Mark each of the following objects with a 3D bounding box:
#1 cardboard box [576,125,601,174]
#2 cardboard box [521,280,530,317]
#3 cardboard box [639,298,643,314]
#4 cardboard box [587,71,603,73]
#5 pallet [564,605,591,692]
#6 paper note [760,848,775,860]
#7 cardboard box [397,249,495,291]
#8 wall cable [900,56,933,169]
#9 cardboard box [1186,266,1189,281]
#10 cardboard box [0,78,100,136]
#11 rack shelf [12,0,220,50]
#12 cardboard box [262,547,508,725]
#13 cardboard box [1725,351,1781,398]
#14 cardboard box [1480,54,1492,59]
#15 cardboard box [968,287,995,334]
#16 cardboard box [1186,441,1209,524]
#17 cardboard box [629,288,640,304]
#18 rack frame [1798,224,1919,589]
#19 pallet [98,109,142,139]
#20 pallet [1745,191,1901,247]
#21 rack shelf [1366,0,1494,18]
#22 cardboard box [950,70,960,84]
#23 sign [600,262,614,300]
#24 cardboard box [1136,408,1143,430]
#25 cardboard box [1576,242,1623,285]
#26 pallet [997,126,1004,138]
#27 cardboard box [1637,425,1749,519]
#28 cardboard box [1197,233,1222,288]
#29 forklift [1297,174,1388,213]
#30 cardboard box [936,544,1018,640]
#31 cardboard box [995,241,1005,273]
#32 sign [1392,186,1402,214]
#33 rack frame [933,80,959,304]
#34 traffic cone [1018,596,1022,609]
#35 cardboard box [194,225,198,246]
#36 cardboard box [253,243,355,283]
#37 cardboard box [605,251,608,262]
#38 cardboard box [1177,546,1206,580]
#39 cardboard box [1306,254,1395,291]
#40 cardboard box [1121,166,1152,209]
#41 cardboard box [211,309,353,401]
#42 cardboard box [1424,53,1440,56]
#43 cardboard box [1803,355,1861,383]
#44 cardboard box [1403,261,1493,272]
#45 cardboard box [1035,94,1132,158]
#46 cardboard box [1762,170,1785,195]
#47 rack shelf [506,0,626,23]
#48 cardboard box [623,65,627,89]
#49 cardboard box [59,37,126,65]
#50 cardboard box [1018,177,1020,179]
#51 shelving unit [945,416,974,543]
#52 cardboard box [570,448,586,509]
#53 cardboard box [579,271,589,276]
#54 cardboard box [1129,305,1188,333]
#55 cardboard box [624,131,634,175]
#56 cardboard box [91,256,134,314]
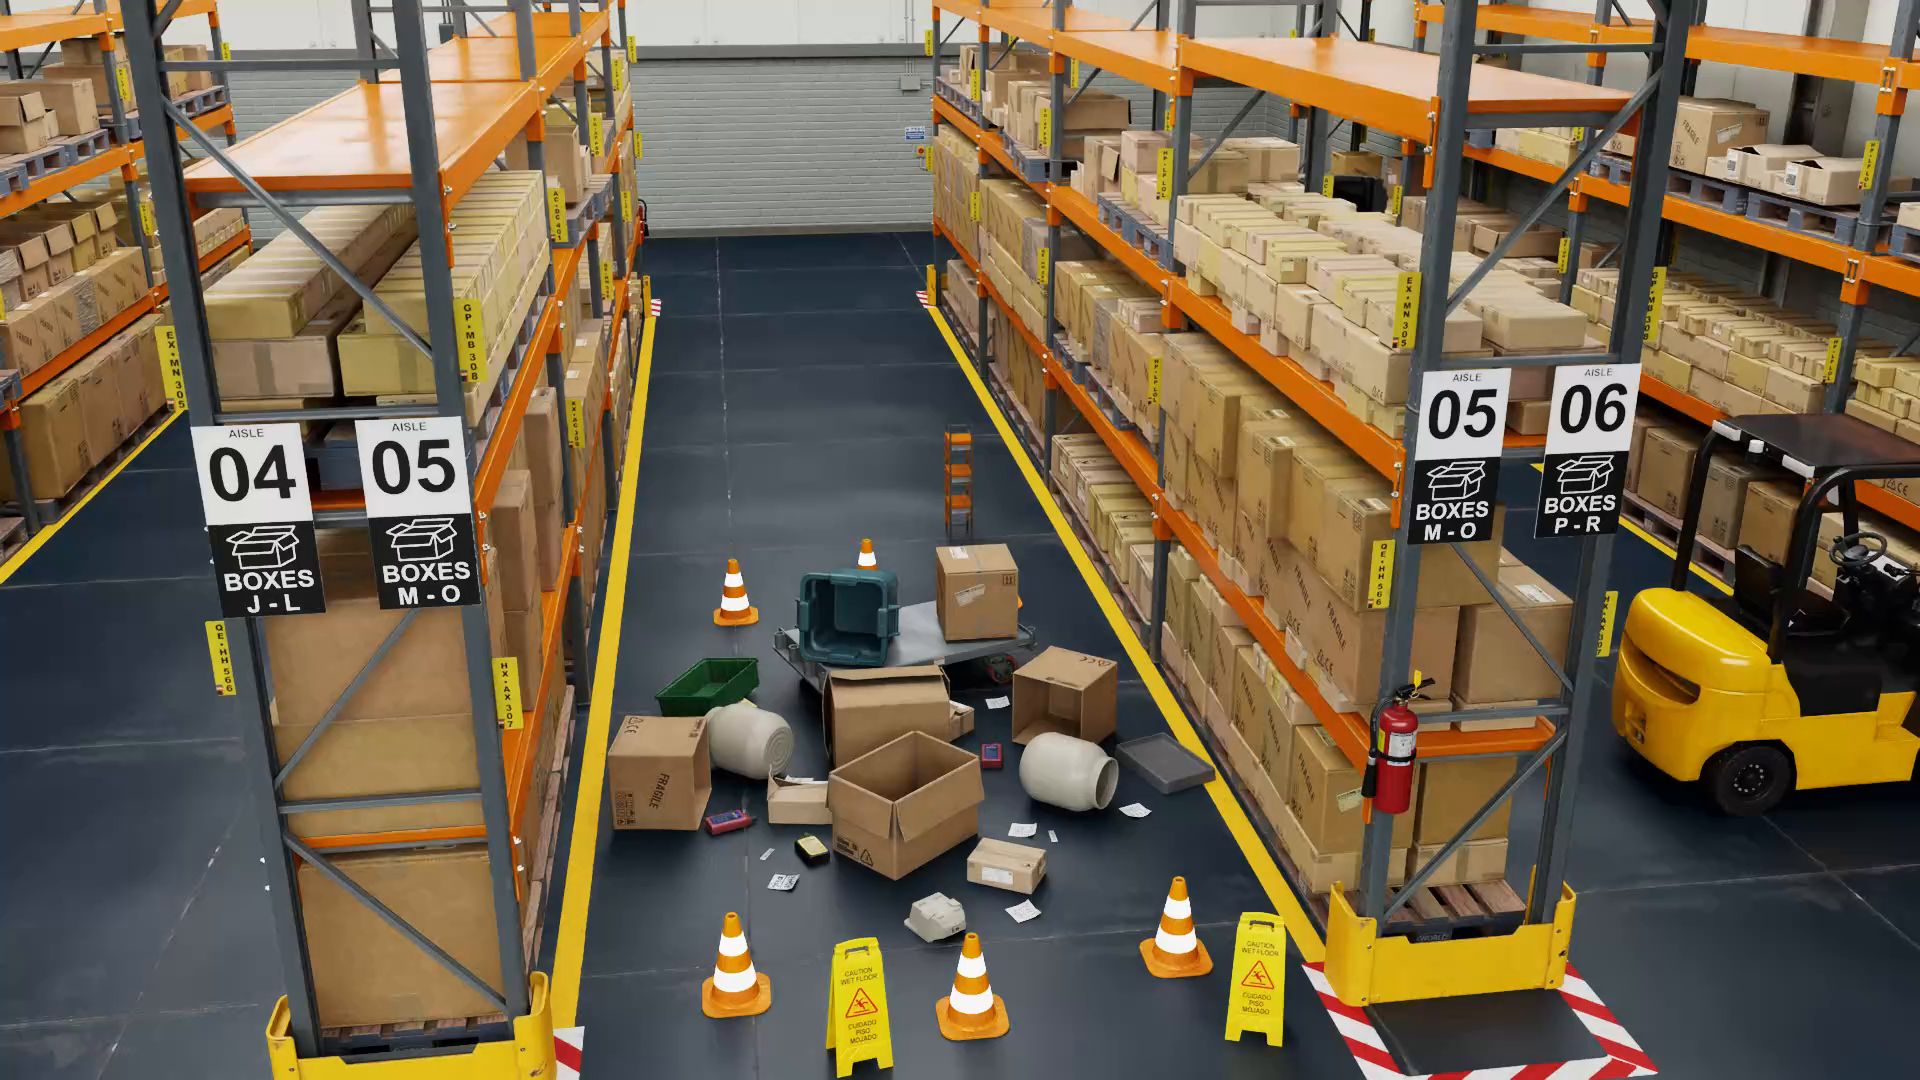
[{"bbox_3d":[-3.409,-3.323,14.472,0.500,0.500,0.500,-3,21,-8],"label":"cardboard box"},{"bbox_3d":[-2.459,-1.255,8.694,0.380,0.149,0.250,-3,21,-8],"label":"cardboard box"},{"bbox_3d":[-4.323,-3.036,21.605,0.380,0.149,0.250,-2,21,-6],"label":"cardboard box"},{"bbox_3d":[-3.975,-5.010,18.060,0.380,0.149,0.250,-4,21,-10],"label":"cardboard box"},{"bbox_3d":[-3.199,0.768,11.934,1.003,0.211,1.213,-3,21,-8],"label":"pallet"},{"bbox_3d":[-1.099,1.791,9.481,0.032,0.001,0.123,8,22,20],"label":"paper note"},{"bbox_3d":[-2.278,-1.190,7.378,0.380,0.149,0.250,-3,21,-7],"label":"cardboard box"},{"bbox_3d":[-0.695,-7.157,27.667,0.585,1.953,0.123,-3,21,-8],"label":"wall cable"},{"bbox_3d":[1.671,-1.726,10.696,0.380,0.149,0.250,-3,21,-9],"label":"cardboard box"},{"bbox_3d":[-8.996,-4.279,16.428,0.700,0.500,0.500,-2,21,-6],"label":"cardboard box"},{"bbox_3d":[-9.377,-5.809,18.581,1.077,0.370,4.000,-3,21,-8],"label":"rack shelf"},{"bbox_3d":[-2.452,0.403,7.167,0.875,0.550,0.550,-3,21,-8],"label":"cardboard box"},{"bbox_3d":[6.377,-1.310,13.012,0.500,0.250,0.500,-3,21,-9],"label":"cardboard box"},{"bbox_3d":[5.741,-5.344,18.622,0.396,0.266,0.258,-3,21,-9],"label":"cardboard box"},{"bbox_3d":[0.603,-2.859,20.720,0.875,0.438,0.875,-4,21,-9],"label":"cardboard box"},{"bbox_3d":[1.754,-0.407,10.525,0.500,0.500,0.500,-3,21,-8],"label":"cardboard box"},{"bbox_3d":[-4.205,-3.043,20.776,0.380,0.149,0.250,-2,21,-6],"label":"cardboard box"},{"bbox_3d":[6.782,-0.812,12.176,1.000,3.000,0.127,-3,21,-8],"label":"rack frame"},{"bbox_3d":[-9.197,-4.477,17.831,1.003,0.211,1.213,-3,21,-8],"label":"pallet"},{"bbox_3d":[6.642,-2.432,12.501,0.805,0.209,1.217,-4,21,-10],"label":"pallet"},{"bbox_3d":[5.340,-6.746,20.523,1.077,0.370,4.000,-3,21,-8],"label":"rack shelf"},{"bbox_3d":[0.070,-5.858,21.015,0.380,0.149,0.250,-2,21,-6],"label":"cardboard box"},{"bbox_3d":[-3.041,-2.232,14.324,0.100,0.325,0.005,-3,21,-8],"label":"sign"},{"bbox_3d":[1.503,-0.896,12.160,0.380,0.149,0.250,-4,21,-9],"label":"cardboard box"},{"bbox_3d":[6.286,-2.626,16.292,0.500,0.500,0.500,-2,21,-5],"label":"cardboard box"},{"bbox_3d":[0.898,-4.330,17.584,0.805,0.209,1.217,-4,21,-10],"label":"pallet"},{"bbox_3d":[6.481,-0.605,14.418,0.875,0.625,0.625,-4,21,-10],"label":"cardboard box"},{"bbox_3d":[1.747,-1.690,10.030,0.500,0.250,0.500,-3,21,-8],"label":"cardboard box"},{"bbox_3d":[3.278,-1.554,14.262,1.130,2.935,3.031,-3,21,-9],"label":"forklift"},{"bbox_3d":[0.114,0.356,11.539,0.500,0.500,0.500,-3,21,-8],"label":"cardboard box"},{"bbox_3d":[0.651,-2.972,17.461,0.500,0.250,0.500,-3,21,-7],"label":"cardboard box"},{"bbox_3d":[5.093,-3.957,19.361,0.100,0.325,0.005,-3,21,-8],"label":"sign"},{"bbox_3d":[0.141,-4.715,22.627,1.000,3.000,0.127,-3,21,-8],"label":"rack frame"},{"bbox_3d":[0.307,0.270,12.907,0.336,0.463,0.334,-3,21,-8],"label":"traffic cone"},{"bbox_3d":[-9.045,-3.427,18.967,0.500,0.250,0.500,-2,21,-6],"label":"cardboard box"},{"bbox_3d":[-2.966,-1.246,7.528,0.380,0.149,0.250,-3,21,-8],"label":"cardboard box"},{"bbox_3d":[-3.798,-2.864,17.006,0.380,0.149,0.250,-4,21,-10],"label":"cardboard box"},{"bbox_3d":[1.647,0.140,10.958,0.380,0.149,0.250,-3,21,-7],"label":"cardboard box"},{"bbox_3d":[2.027,-1.384,8.642,0.380,0.149,0.250,-4,21,-9],"label":"cardboard box"},{"bbox_3d":[1.503,-2.639,12.395,0.500,0.250,0.500,-3,21,-7],"label":"cardboard box"},{"bbox_3d":[-2.784,-0.764,6.807,0.500,0.250,0.500,-3,21,-7],"label":"cardboard box"},{"bbox_3d":[5.675,-5.830,20.401,0.500,0.250,0.500,-3,21,-8],"label":"cardboard box"},{"bbox_3d":[6.513,-1.269,12.332,0.380,0.149,0.250,-2,21,-6],"label":"cardboard box"},{"bbox_3d":[2.478,-1.317,8.462,0.380,0.149,0.250,-3,21,-8],"label":"cardboard box"},{"bbox_3d":[1.090,-3.718,14.923,0.797,0.503,0.637,-4,21,-11],"label":"cardboard box"},{"bbox_3d":[6.323,-2.708,12.583,0.380,0.149,0.250,-3,21,-8],"label":"cardboard box"},{"bbox_3d":[-4.455,-6.210,19.087,1.077,0.370,4.000,-3,21,-8],"label":"rack shelf"},{"bbox_3d":[-4.350,-5.676,20.412,0.500,0.250,0.500,-3,21,-9],"label":"cardboard box"},{"bbox_3d":[-9.218,-5.203,17.689,0.500,0.250,0.500,-4,21,-11],"label":"cardboard box"},{"bbox_3d":[0.888,-4.022,19.200,0.500,0.500,0.500,-3,21,-7],"label":"cardboard box"},{"bbox_3d":[-0.008,-0.510,14.156,0.215,1.050,0.252,-3,21,-8],"label":"shelving unit"},{"bbox_3d":[-2.823,-0.518,11.247,0.500,0.500,0.500,-3,21,-7],"label":"cardboard box"},{"bbox_3d":[-3.537,-2.366,15.246,0.380,0.149,0.250,-3,21,-8],"label":"cardboard box"},{"bbox_3d":[1.468,-1.633,12.281,0.380,0.149,0.250,-4,21,-9],"label":"cardboard box"},{"bbox_3d":[-4.431,-4.939,21.230,0.500,0.500,0.500,-3,21,-9],"label":"cardboard box"},{"bbox_3d":[-8.687,-2.557,16.707,0.500,0.500,0.500,-2,21,-6],"label":"cardboard box"}]
